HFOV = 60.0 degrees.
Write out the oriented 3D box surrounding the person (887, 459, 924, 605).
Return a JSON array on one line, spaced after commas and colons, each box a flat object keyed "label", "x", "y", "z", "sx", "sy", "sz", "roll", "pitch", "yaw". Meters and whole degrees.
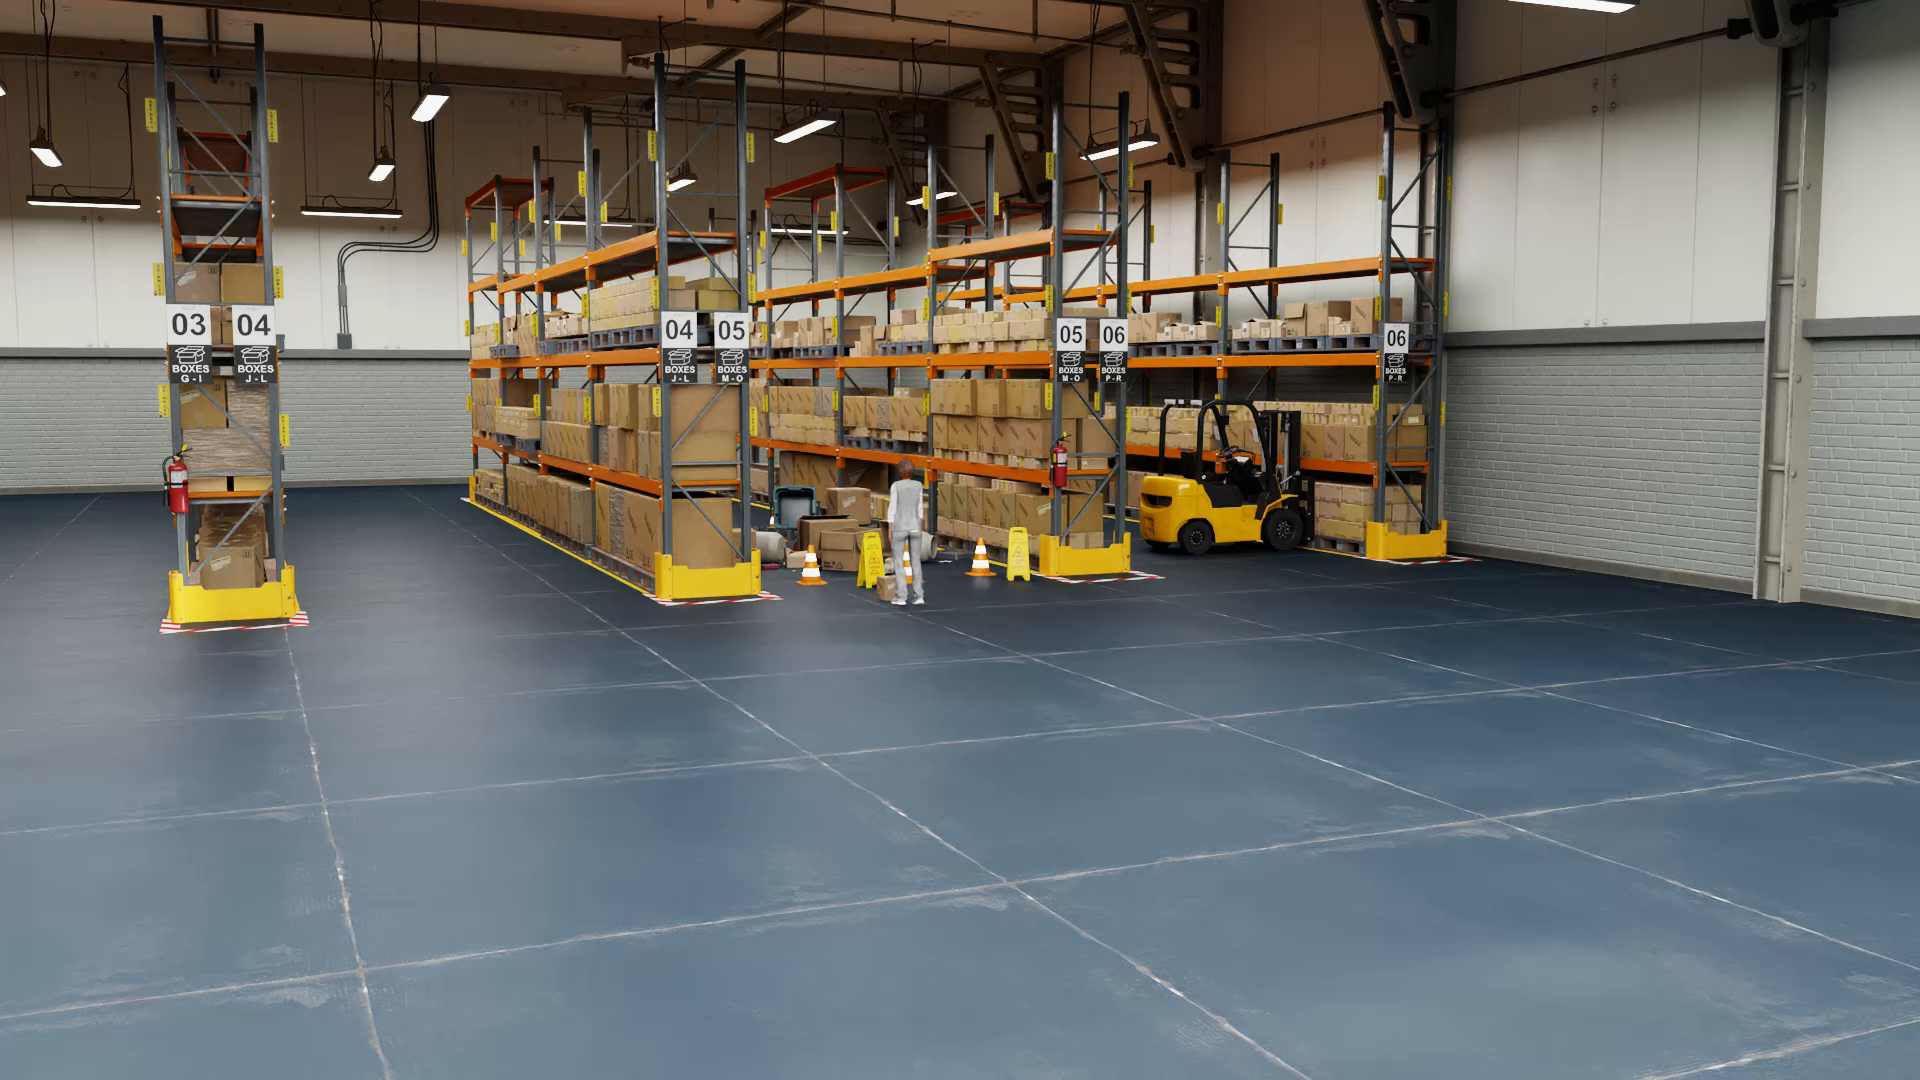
[{"label": "person", "x": -0.600, "y": -0.078, "z": 18.123, "sx": 0.406, "sy": 1.612, "sz": 0.300, "roll": -2, "pitch": 6, "yaw": -22}]
